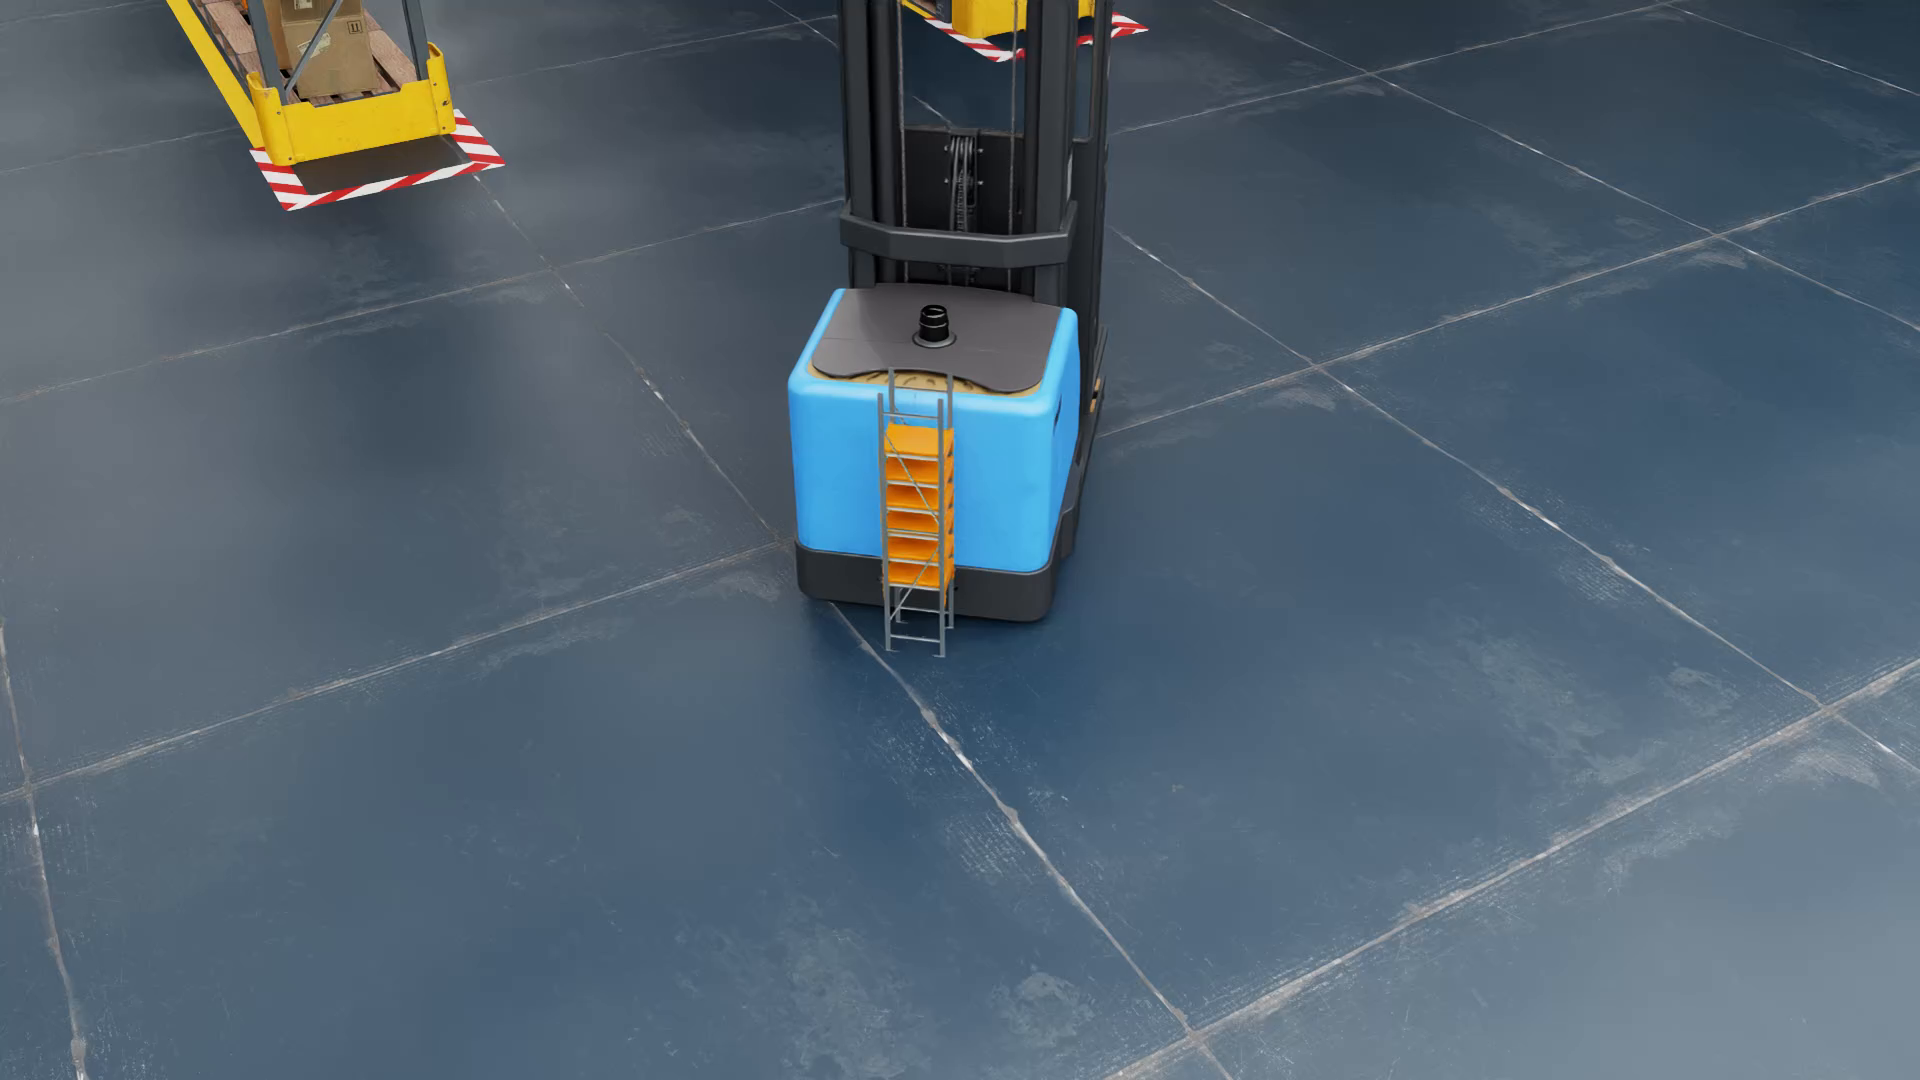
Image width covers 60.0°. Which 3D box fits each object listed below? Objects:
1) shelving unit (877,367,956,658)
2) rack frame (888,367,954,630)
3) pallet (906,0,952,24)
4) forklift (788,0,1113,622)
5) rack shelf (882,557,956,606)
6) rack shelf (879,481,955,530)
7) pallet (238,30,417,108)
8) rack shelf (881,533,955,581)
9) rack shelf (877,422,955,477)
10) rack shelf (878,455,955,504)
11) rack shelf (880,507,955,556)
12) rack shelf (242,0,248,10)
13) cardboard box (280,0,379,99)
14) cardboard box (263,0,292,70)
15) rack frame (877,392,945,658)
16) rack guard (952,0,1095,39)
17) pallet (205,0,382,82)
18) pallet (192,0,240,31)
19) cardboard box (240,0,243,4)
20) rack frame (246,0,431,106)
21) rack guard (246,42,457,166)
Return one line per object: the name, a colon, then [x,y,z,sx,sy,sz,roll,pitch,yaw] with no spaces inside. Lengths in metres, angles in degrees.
shelving unit: [-0.161,-0.081,6.344,0.258,1.200,0.189,6,37,8]
rack frame: [-0.144,-0.134,6.417,0.240,1.200,0.006,6,37,8]
pallet: [0.025,-4.450,13.164,1.003,0.211,1.213,-19,40,-24]
forklift: [0.101,-1.720,7.120,1.130,2.935,3.031,6,37,8]
rack shelf: [-0.161,0.148,6.512,0.258,0.103,0.180,6,37,8]
rack shelf: [-0.161,-0.142,6.299,0.258,0.103,0.180,6,37,8]
pallet: [-4.261,-3.111,11.330,1.003,0.211,1.213,-19,40,-24]
rack shelf: [-0.161,0.052,6.441,0.258,0.103,0.180,6,37,8]
rack shelf: [-0.161,-0.336,6.158,0.258,0.103,0.180,6,37,8]
rack shelf: [-0.161,-0.239,6.229,0.258,0.103,0.180,6,37,8]
rack shelf: [-0.161,-0.045,6.370,0.258,0.103,0.180,6,37,8]
rack shelf: [-4.850,-4.503,11.482,1.077,0.370,4.000,-19,40,-24]
cardboard box: [-4.144,-3.257,10.929,0.500,0.500,0.500,-12,38,-16]
cardboard box: [-4.474,-3.551,11.333,0.500,0.500,0.500,-9,37,-12]
rack frame: [-0.177,-0.028,6.271,0.240,1.200,0.006,6,37,8]
rack guard: [0.507,-4.170,12.535,1.175,0.500,0.348,-19,40,-24]
pallet: [-4.869,-3.732,12.181,1.003,0.211,1.213,-19,40,-24]
pallet: [-5.486,-4.355,13.034,1.003,0.211,1.213,-19,40,-24]
cardboard box: [-5.014,-4.174,12.185,0.500,0.500,0.500,-23,42,-28]
rack frame: [-3.845,-3.773,9.873,1.000,3.000,0.127,-19,40,-24]
rack guard: [-3.883,-2.803,10.663,1.175,0.500,0.348,-19,40,-24]
